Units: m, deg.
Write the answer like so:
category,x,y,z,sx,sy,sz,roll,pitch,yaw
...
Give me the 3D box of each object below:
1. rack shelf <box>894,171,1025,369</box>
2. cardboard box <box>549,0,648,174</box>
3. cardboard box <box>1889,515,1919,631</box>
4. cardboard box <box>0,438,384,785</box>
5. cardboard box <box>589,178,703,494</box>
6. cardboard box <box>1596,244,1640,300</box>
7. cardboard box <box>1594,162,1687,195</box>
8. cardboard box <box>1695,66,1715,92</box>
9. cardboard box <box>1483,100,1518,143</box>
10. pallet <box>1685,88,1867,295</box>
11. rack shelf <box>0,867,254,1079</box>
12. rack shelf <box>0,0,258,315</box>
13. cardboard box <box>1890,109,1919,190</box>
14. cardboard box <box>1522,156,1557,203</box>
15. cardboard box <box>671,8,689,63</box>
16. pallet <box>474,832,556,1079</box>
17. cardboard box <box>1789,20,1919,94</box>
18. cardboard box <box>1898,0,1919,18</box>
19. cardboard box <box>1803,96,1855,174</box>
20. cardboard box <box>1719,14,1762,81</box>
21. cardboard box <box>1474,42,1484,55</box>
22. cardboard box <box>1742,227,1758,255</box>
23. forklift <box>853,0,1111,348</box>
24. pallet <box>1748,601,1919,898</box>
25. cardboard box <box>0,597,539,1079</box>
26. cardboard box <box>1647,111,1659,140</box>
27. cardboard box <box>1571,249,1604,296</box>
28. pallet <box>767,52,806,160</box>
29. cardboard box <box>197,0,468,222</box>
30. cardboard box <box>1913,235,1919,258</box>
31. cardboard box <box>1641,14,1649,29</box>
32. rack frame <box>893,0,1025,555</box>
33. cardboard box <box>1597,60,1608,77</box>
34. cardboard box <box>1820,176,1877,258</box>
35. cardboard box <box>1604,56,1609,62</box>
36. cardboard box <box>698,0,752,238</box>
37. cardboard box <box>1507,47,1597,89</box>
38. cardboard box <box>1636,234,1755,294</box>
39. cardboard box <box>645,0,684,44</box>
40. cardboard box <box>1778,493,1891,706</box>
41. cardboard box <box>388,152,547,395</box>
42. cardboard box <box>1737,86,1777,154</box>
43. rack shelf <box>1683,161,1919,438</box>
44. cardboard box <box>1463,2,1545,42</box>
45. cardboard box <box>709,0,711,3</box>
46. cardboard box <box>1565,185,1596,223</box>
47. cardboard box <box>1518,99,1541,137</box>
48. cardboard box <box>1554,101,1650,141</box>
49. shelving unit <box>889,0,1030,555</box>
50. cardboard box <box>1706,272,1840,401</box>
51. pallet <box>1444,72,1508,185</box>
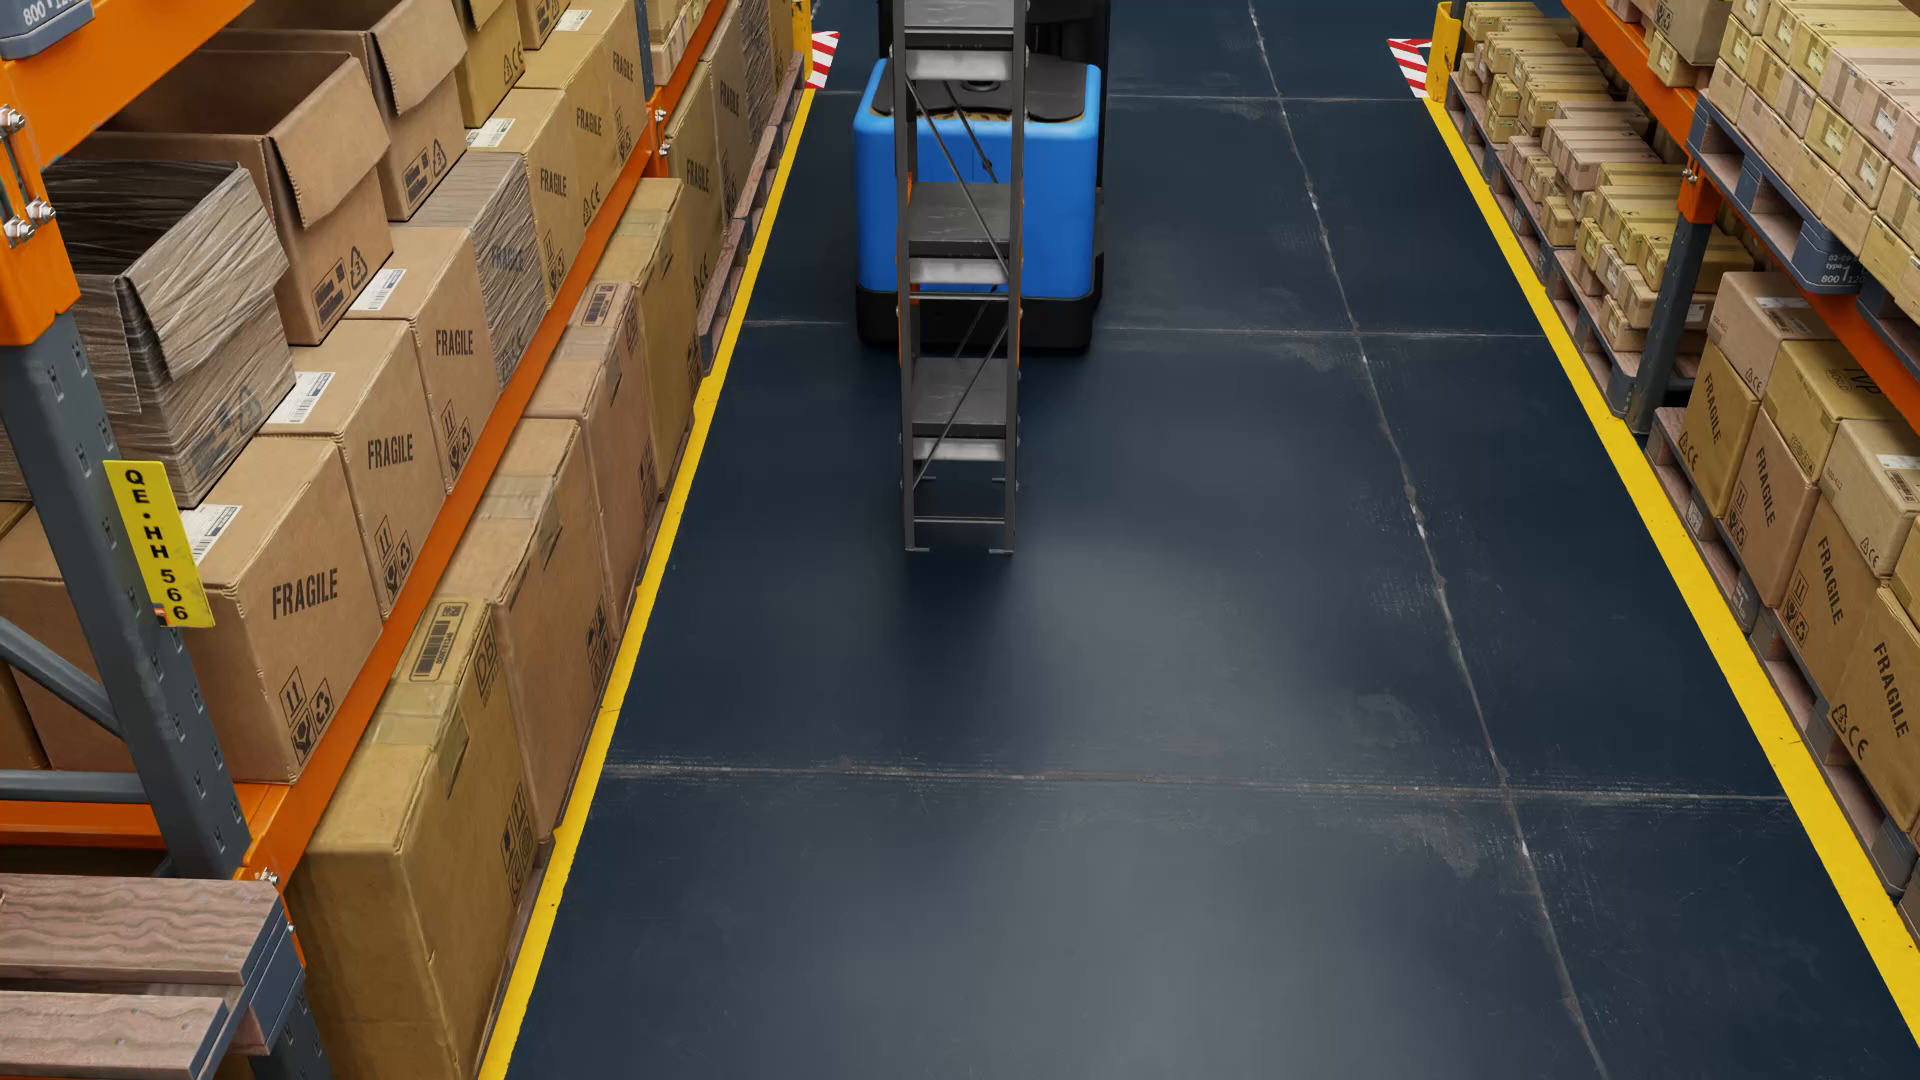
category,x,y,z,sx,sy,sz,roll,pitch,yaw
rack shelf,0.007,-0.943,5.789,0.431,0.518,0.480,1,35,2
cardboard box,-1.422,-1.619,5.858,0.500,0.500,0.500,1,35,2
cardboard box,2.926,0.181,4.540,0.500,0.250,0.500,2,35,3
cardboard box,-1.546,0.131,3.367,0.500,0.500,0.500,2,35,3
cardboard box,-1.682,-0.787,6.244,1.225,0.875,0.875,1,35,2
cardboard box,2.969,-1.151,7.135,0.380,0.149,0.250,0,35,0
cardboard box,3.092,-1.578,7.483,0.380,0.149,0.250,2,35,3
cardboard box,3.053,-1.747,6.345,0.380,0.149,0.250,1,35,1
cardboard box,3.044,-2.251,8.958,0.380,0.149,0.250,2,35,2
pallet,3.099,-1.166,5.467,1.003,0.211,1.213,1,35,2
rack shelf,-1.917,1.889,1.580,1.077,0.370,4.000,1,35,2
rack shelf,-1.757,-1.637,3.987,1.077,0.370,4.000,1,35,2
cardboard box,2.749,-1.034,4.449,0.380,0.149,0.250,3,35,4
cardboard box,3.047,-1.801,8.318,0.380,0.149,0.250,1,35,2
cardboard box,-1.322,-2.063,6.796,0.380,0.149,0.250,0,35,0
pallet,-1.730,1.135,4.452,1.003,0.211,1.213,1,35,2
cardboard box,2.782,-1.469,5.068,0.380,0.149,0.250,2,35,2
cardboard box,3.547,-2.122,6.314,0.500,0.500,0.500,1,35,1
cardboard box,2.772,-1.209,4.956,0.380,0.149,0.250,0,35,0
cardboard box,2.800,-1.655,5.591,0.380,0.149,0.250,2,35,3
cardboard box,3.159,-2.810,9.496,0.380,0.149,0.250,3,35,4
cardboard box,3.567,-1.279,7.058,0.380,0.149,0.250,3,35,4
forklift,0.182,-2.871,7.787,1.130,2.935,3.031,3,35,4
pallet,3.199,0.611,5.197,1.003,0.211,1.213,1,35,2
cardboard box,-1.788,0.747,4.061,1.225,0.875,0.875,0,35,0
cardboard box,3.585,-2.019,8.112,0.380,0.149,0.250,1,35,2
cardboard box,2.991,-1.220,7.491,0.380,0.149,0.250,0,35,0
pallet,-1.470,-2.549,9.693,1.003,0.211,1.213,1,35,2
cardboard box,-1.742,-1.186,4.369,0.797,0.503,0.637,2,35,3
cardboard box,2.739,-0.757,4.312,0.380,0.149,0.250,1,35,1
cardboard box,3.104,-2.196,6.985,0.380,0.149,0.250,0,35,1
rack frame,-0.003,-0.814,5.582,0.400,2.100,0.015,1,35,2
cardboard box,3.681,-2.497,9.050,0.380,0.149,0.250,0,35,0
cardboard box,2.760,-0.940,4.832,0.380,0.149,0.250,0,35,0
cardboard box,3.717,-2.622,8.969,0.380,0.149,0.250,1,35,1
cardboard box,-1.534,-2.050,8.041,0.875,0.875,0.875,1,35,2
cardboard box,3.119,-2.487,8.776,0.380,0.149,0.250,0,35,0
cardboard box,3.030,-1.139,6.859,0.380,0.149,0.250,2,35,3
cardboard box,-1.396,-2.177,6.611,0.500,0.250,0.500,1,35,1
cardboard box,2.954,0.194,5.173,0.500,0.500,0.500,2,35,3
cardboard box,-1.488,-0.747,4.617,0.500,0.500,0.500,1,35,2
cardboard box,2.795,-1.374,5.450,0.380,0.149,0.250,2,35,3
rack shelf,3.195,-0.237,4.604,1.077,0.370,4.000,1,35,2
cardboard box,3.076,-2.934,9.413,0.380,0.149,0.250,0,35,0
cardboard box,-1.293,-2.513,7.435,0.380,0.149,0.250,1,35,1
cardboard box,3.061,-1.594,7.765,0.380,0.149,0.250,2,35,3
cardboard box,3.135,-2.212,8.644,0.380,0.149,0.250,0,35,0
cardboard box,3.128,-2.031,8.128,0.380,0.149,0.250,1,35,2
shelving unit,0.007,-0.954,5.782,0.431,2.100,0.503,1,35,2
cardboard box,2.982,-0.718,5.819,0.500,0.250,0.500,0,35,0
pallet,3.365,-2.328,9.379,1.003,0.211,1.213,1,35,2
